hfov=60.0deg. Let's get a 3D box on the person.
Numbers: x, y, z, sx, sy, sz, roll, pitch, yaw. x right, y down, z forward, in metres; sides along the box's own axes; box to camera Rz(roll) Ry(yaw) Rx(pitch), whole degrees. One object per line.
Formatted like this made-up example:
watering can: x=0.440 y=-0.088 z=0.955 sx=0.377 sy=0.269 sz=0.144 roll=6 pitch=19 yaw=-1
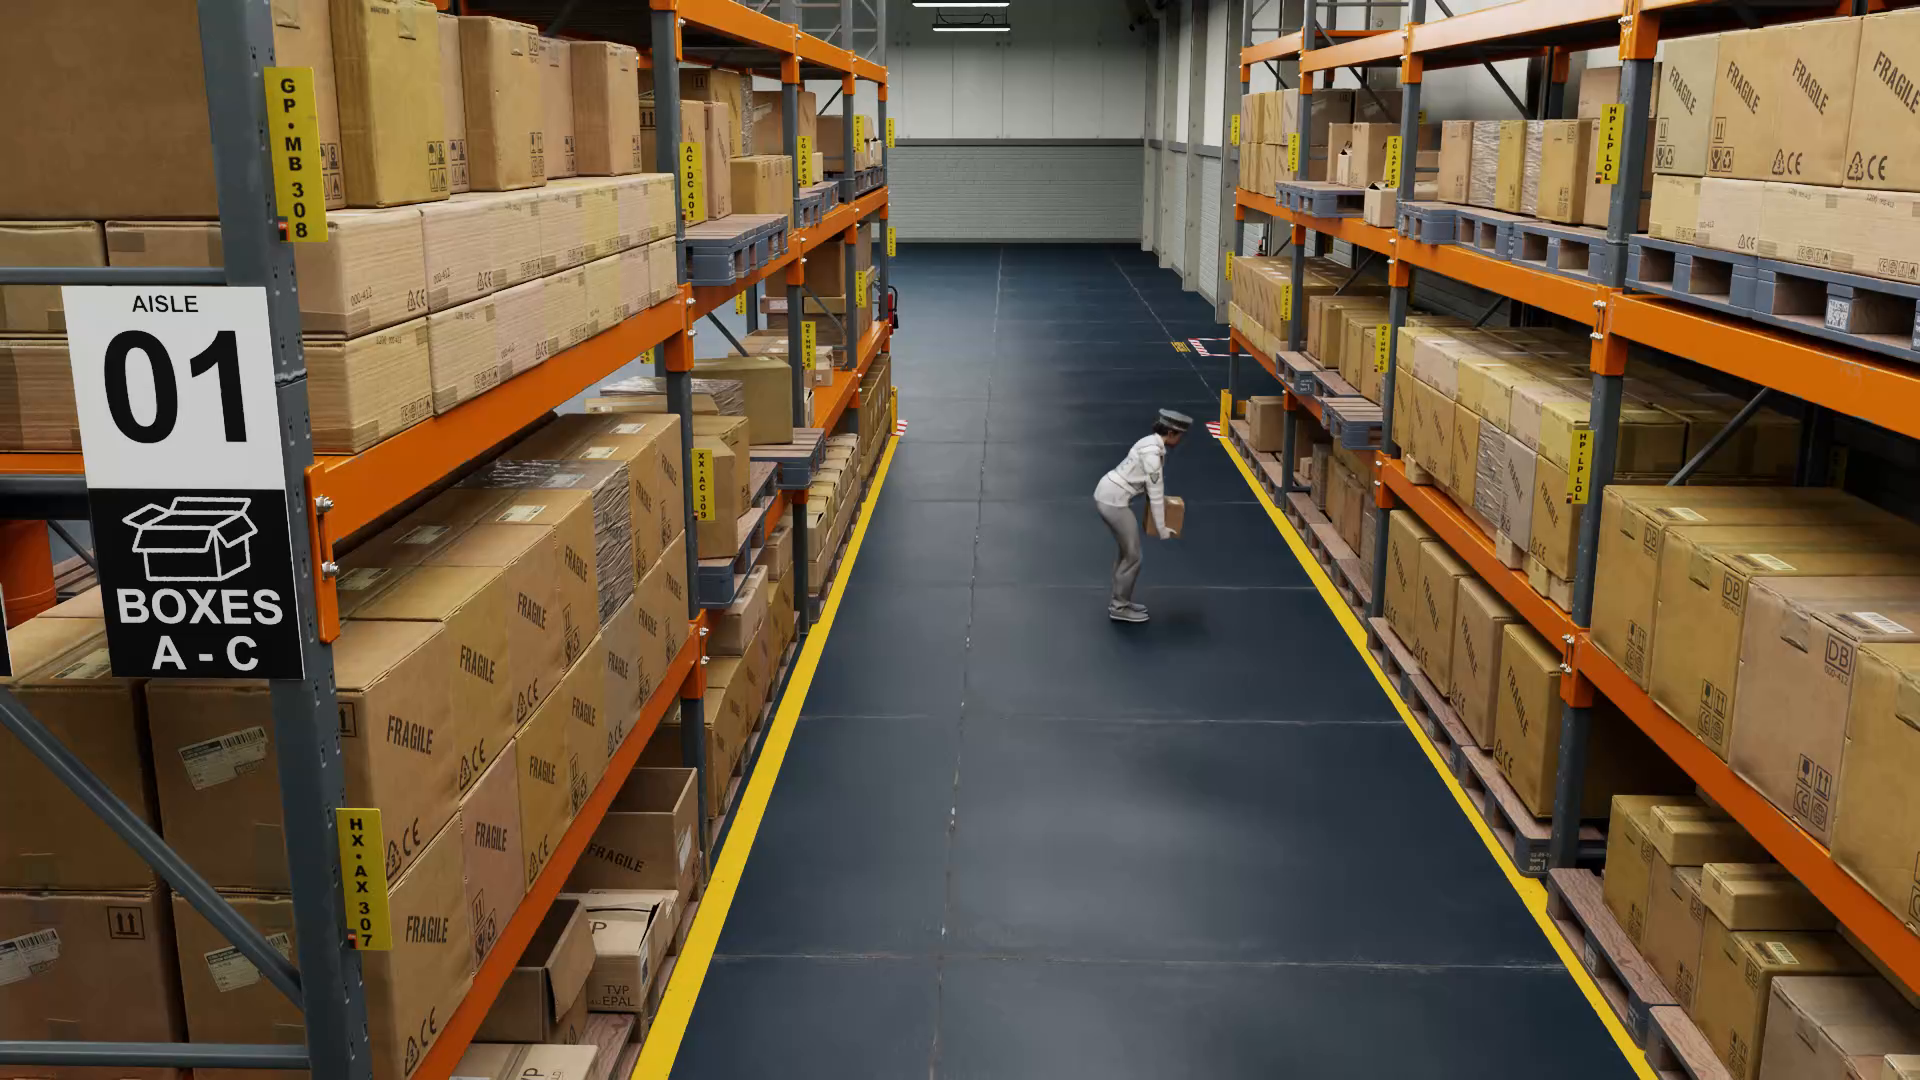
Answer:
person: x=1.313 y=-0.180 z=12.010 sx=0.690 sy=1.532 sz=0.406 roll=0 pitch=14 yaw=0
